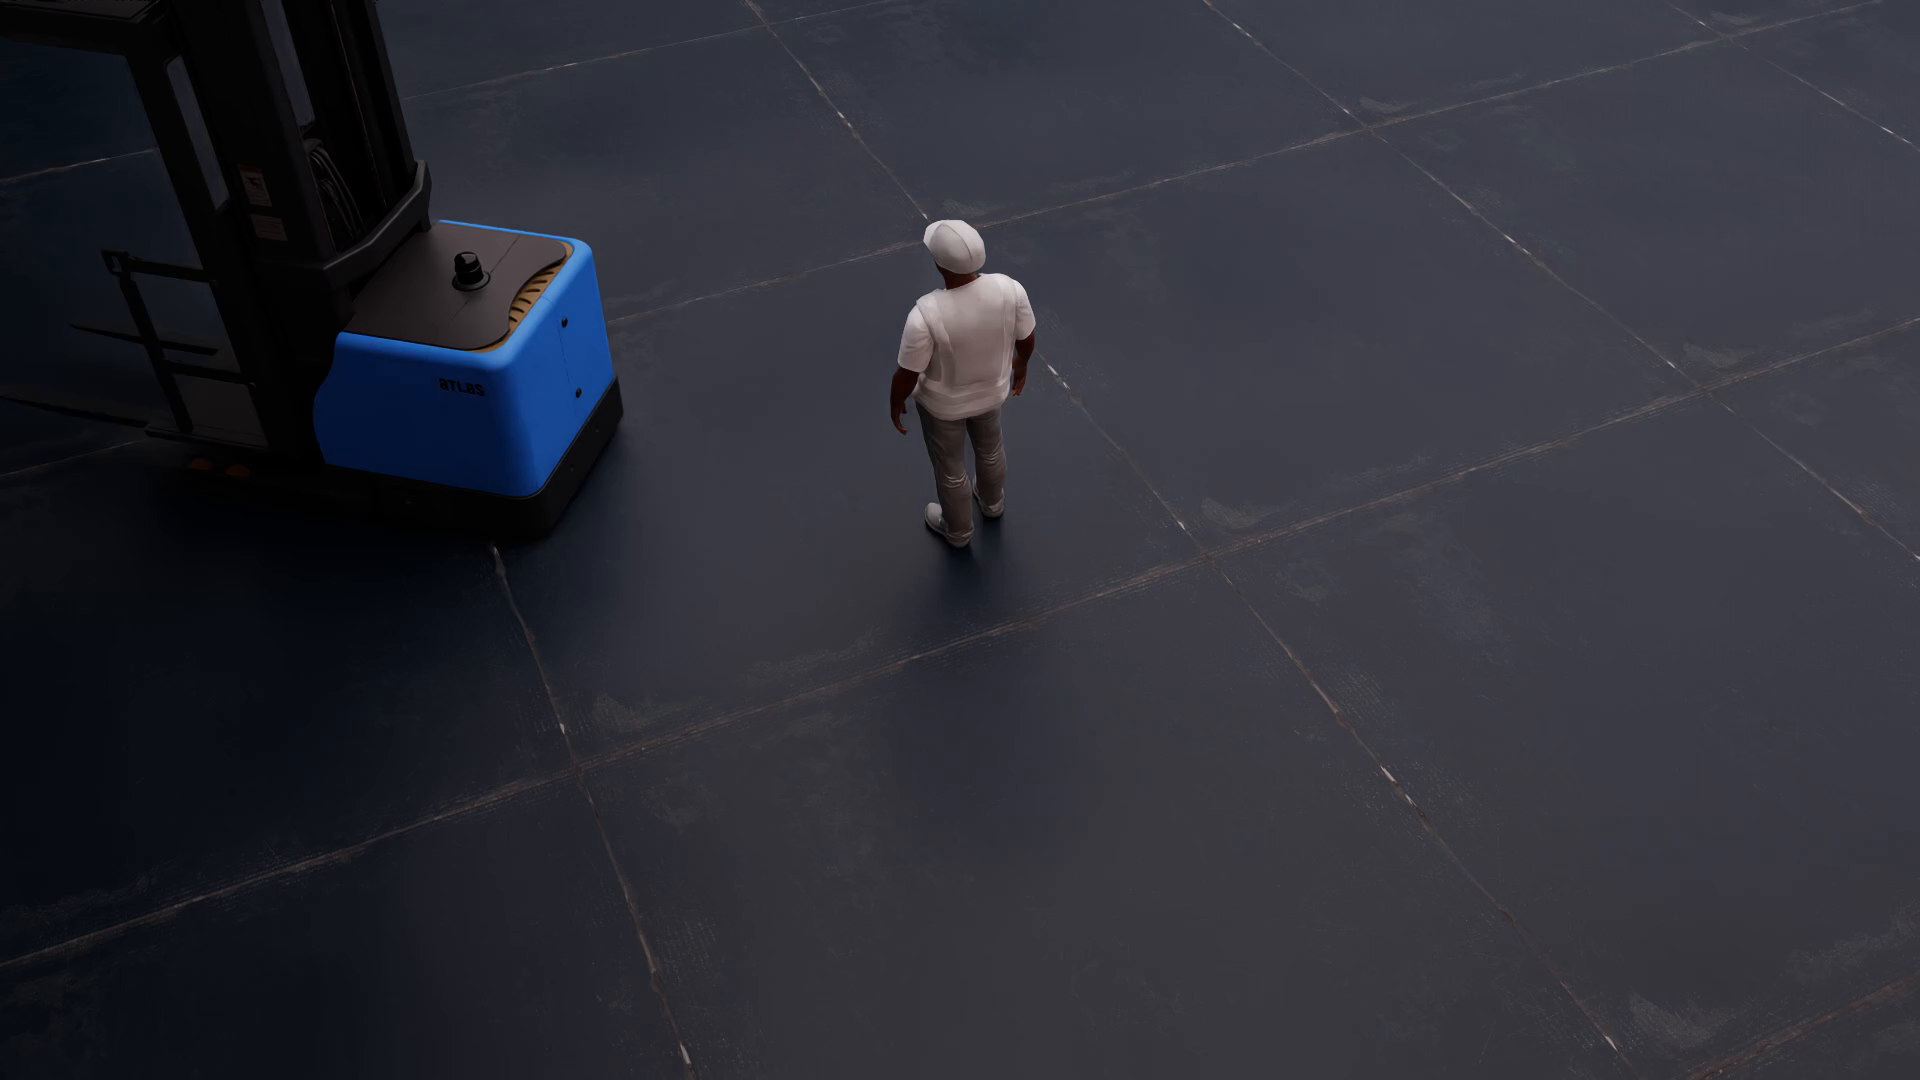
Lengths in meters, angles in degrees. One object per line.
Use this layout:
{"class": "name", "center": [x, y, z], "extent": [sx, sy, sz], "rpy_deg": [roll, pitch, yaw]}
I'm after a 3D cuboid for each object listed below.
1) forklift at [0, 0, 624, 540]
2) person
{"class": "forklift", "center": [-3.275, -1.612, 7.407], "extent": [3.031, 2.935, 1.130], "rpy_deg": [10, 44, 10]}
{"class": "person", "center": [-0.025, -0.696, 7.269], "extent": [0.666, 1.768, 0.575], "rpy_deg": [-18, 46, -18]}
